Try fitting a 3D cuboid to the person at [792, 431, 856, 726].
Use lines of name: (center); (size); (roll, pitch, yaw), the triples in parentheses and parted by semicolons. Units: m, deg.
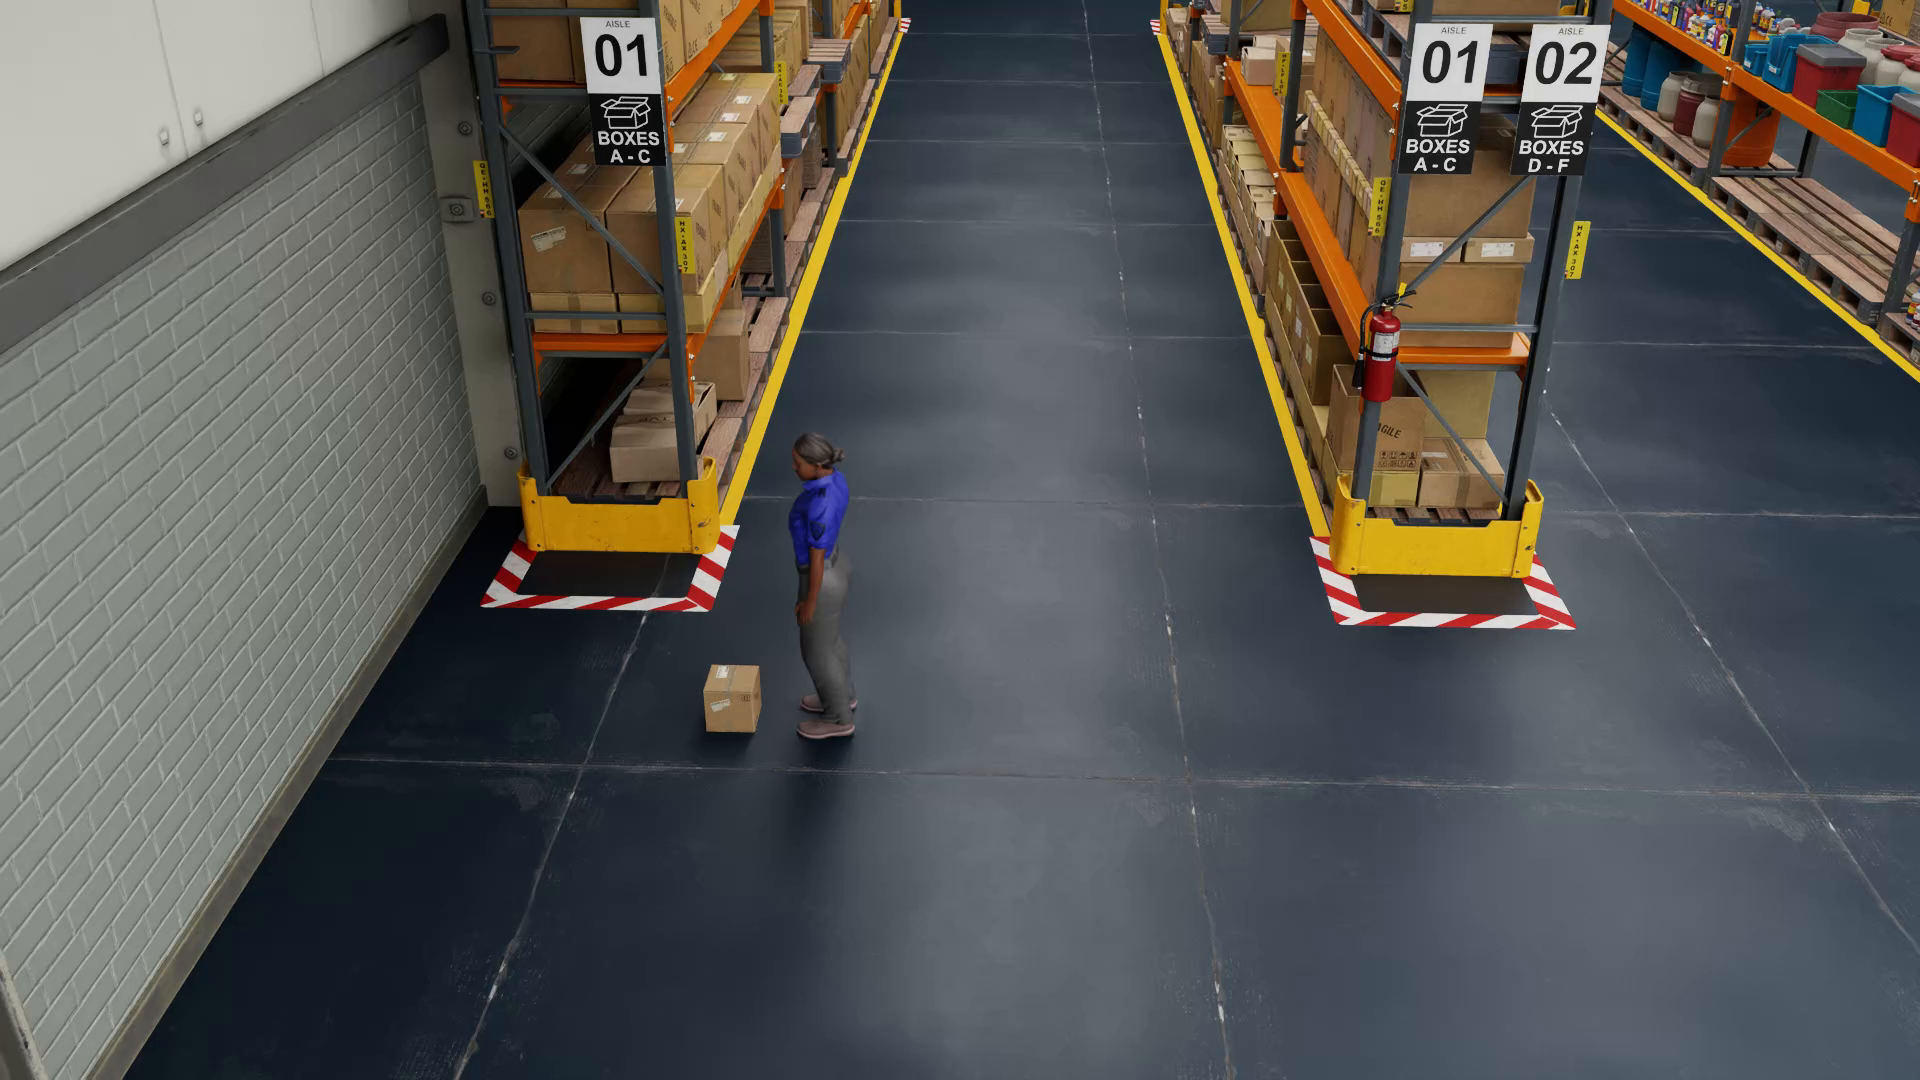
person: (-0.675, 0.186, 8.207); (0.276, 1.578, 0.434); (2, 28, 3)
